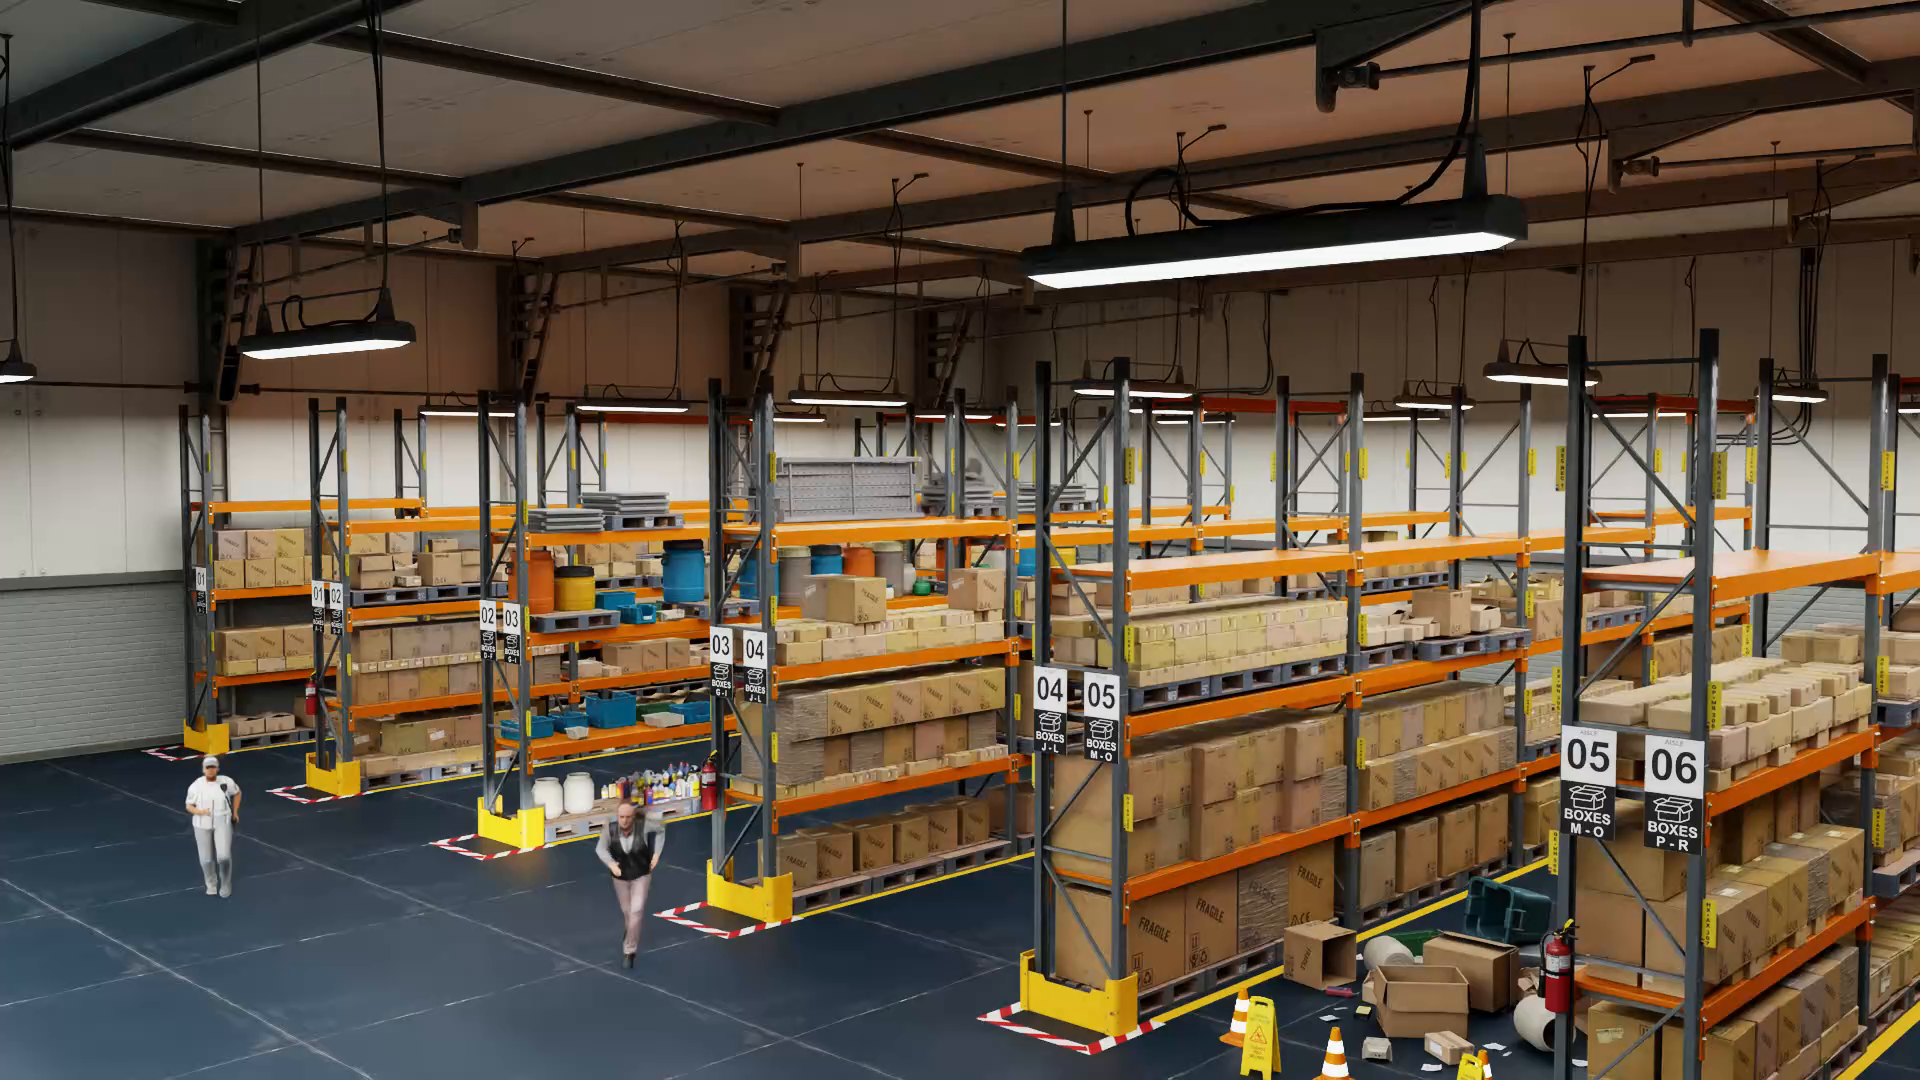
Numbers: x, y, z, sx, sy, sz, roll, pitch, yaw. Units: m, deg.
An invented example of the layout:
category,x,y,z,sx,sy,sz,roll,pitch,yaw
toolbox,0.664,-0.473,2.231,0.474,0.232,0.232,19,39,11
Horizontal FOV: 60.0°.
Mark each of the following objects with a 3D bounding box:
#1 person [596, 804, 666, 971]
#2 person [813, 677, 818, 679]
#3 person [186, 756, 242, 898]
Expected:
category,x,y,z,sx,sy,sz,roll,pitch,yaw
person,-3.360,3.462,17.024,0.700,1.682,0.982,0,3,-8
person,-2.595,2.847,28.089,0.758,1.619,0.596,-3,4,-42
person,-8.621,3.322,19.215,0.579,1.648,0.643,-1,3,-20
